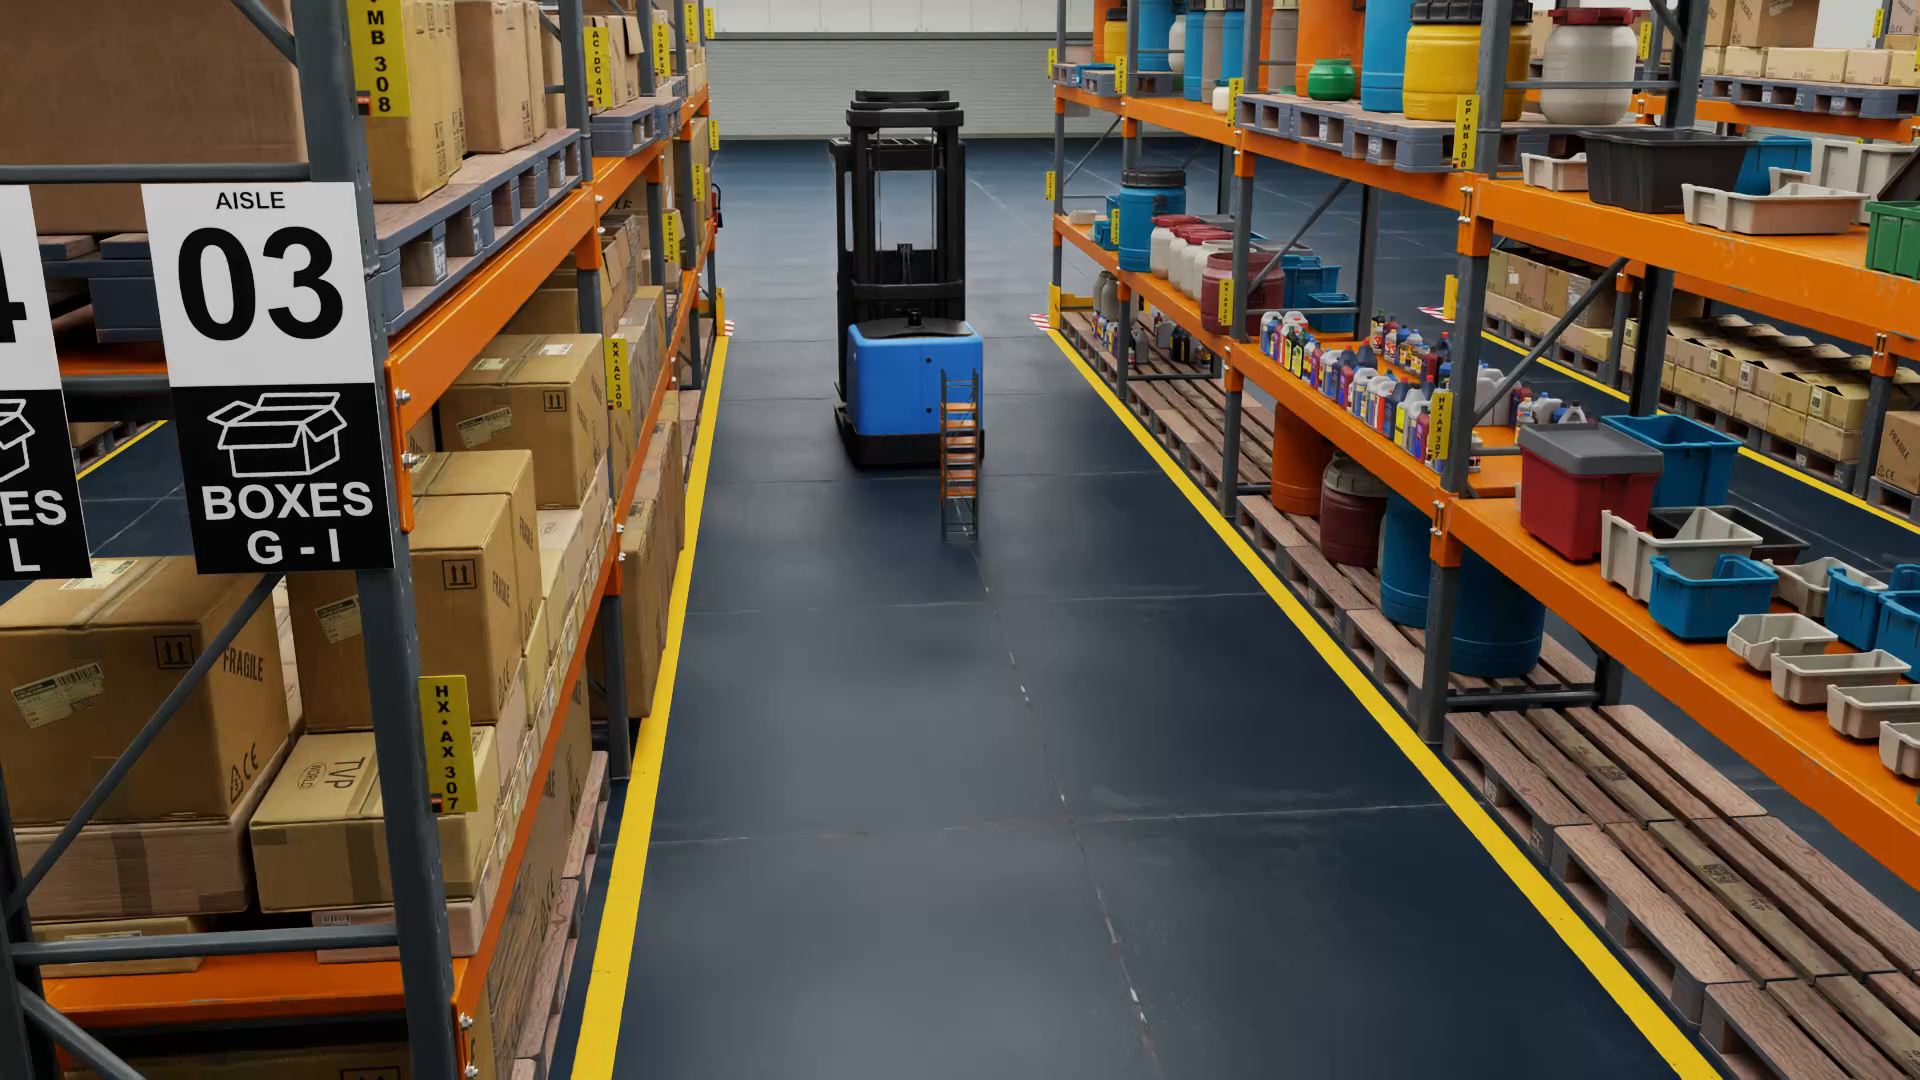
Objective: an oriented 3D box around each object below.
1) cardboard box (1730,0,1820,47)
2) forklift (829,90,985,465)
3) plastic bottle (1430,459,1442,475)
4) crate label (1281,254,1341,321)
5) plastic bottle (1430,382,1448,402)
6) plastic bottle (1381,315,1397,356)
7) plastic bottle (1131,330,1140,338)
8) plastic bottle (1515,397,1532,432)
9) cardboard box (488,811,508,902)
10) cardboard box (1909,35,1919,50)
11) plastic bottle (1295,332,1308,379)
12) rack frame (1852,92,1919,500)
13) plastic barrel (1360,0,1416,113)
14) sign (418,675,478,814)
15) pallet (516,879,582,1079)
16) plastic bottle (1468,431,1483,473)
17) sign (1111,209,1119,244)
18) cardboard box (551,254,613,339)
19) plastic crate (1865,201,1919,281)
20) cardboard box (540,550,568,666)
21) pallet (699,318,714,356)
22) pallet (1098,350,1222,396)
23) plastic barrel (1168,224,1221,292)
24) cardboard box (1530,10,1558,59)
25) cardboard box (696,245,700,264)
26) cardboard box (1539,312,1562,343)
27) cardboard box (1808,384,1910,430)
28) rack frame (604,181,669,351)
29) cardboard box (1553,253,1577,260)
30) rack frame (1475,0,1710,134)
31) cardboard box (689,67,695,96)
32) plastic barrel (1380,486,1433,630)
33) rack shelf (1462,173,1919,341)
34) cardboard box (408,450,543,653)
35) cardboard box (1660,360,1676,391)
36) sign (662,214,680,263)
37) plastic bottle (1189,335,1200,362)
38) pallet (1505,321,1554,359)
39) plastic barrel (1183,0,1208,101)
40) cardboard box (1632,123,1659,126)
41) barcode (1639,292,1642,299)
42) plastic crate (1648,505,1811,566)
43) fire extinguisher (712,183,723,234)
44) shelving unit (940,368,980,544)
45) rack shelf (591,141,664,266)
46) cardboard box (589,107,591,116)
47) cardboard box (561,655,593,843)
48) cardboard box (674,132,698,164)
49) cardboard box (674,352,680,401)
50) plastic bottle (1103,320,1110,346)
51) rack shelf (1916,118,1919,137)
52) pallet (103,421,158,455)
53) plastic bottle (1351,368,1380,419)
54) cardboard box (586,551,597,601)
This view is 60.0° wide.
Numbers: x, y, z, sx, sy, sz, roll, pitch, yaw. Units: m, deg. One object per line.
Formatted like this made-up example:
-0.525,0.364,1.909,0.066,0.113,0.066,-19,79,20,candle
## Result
7.046,-4.527,14.377,0.500,0.500,0.500,0,17,0,cardboard box
-0.536,-2.403,14.439,1.130,2.935,3.031,-3,18,-8,forklift
2.475,-0.476,8.392,0.152,0.276,0.135,-2,18,-6,plastic bottle
2.591,-1.940,12.791,0.502,0.435,0.616,-2,18,-6,crate label
2.560,-0.672,8.893,0.144,0.351,0.185,-2,18,-6,plastic bottle
2.915,-1.387,11.283,0.061,0.283,0.133,-2,18,-6,plastic bottle
1.784,-1.974,16.768,0.152,0.276,0.135,-2,18,-6,plastic bottle
3.126,-0.685,9.182,0.097,0.201,0.097,0,17,0,plastic bottle
-1.413,0.845,4.398,0.380,0.149,0.250,-2,18,-6,cardboard box
11.259,-5.529,19.071,0.500,0.500,0.500,-1,17,-2,cardboard box
2.188,-1.177,10.612,0.061,0.283,0.133,-2,18,-6,plastic bottle
7.352,-1.771,12.311,1.000,3.000,0.127,-2,18,-6,rack frame
2.509,-2.802,9.048,0.600,0.901,0.708,-2,18,-6,plastic barrel
-1.124,0.451,3.655,0.100,0.325,0.005,-2,18,-6,sign
-1.960,1.649,6.071,1.003,0.211,1.213,-2,18,-6,pallet
2.597,-0.450,8.433,0.097,0.201,0.097,0,17,0,plastic bottle
1.464,-2.929,15.538,0.100,0.325,0.005,-2,18,-6,sign
-2.223,-1.196,8.636,0.797,0.503,0.637,-2,17,-5,cardboard box
2.864,-0.851,4.725,0.450,0.188,0.336,-2,18,-6,plastic crate
-1.625,0.236,5.672,0.500,0.250,0.500,-2,18,-7,cardboard box
-3.271,-2.253,18.503,1.003,0.211,1.213,-2,18,-6,pallet
1.984,-1.682,16.682,1.003,0.211,1.213,-2,18,-6,pallet
1.968,-2.365,13.977,0.433,0.535,0.433,0,17,0,plastic barrel
6.426,-5.397,17.752,0.500,0.500,0.500,-2,18,-6,cardboard box
-2.650,-2.686,15.645,0.380,0.149,0.250,-2,18,-6,cardboard box
6.566,-2.281,17.823,0.500,0.250,0.500,-2,18,-6,cardboard box
7.053,-1.076,13.049,0.500,0.311,0.500,-1,17,-4,cardboard box
-2.502,-1.466,11.340,1.000,3.000,0.127,-2,18,-6,rack frame
6.996,-2.953,18.712,0.500,0.500,0.500,-2,18,-6,cardboard box
2.837,-3.290,7.132,1.000,3.000,0.127,-2,18,-6,rack frame
-2.766,-4.317,15.663,0.500,0.250,0.500,-2,18,-6,cardboard box
2.725,0.000,9.472,0.600,0.901,0.708,-2,18,-6,plastic barrel
3.044,-0.920,5.791,1.077,0.370,4.000,-2,18,-6,rack shelf
-1.569,0.035,5.061,0.500,0.500,0.500,-2,18,-7,cardboard box
6.786,-1.571,15.563,0.500,0.250,0.500,-1,17,-4,cardboard box
-1.950,-2.037,11.224,0.100,0.325,0.005,-2,18,-6,sign
2.355,-1.925,16.615,0.152,0.276,0.135,-1,17,-4,plastic bottle
6.770,-2.235,18.444,1.003,0.211,1.213,-2,18,-6,pallet
2.280,-4.336,14.637,0.600,0.901,0.708,-2,18,-6,plastic barrel
6.783,-4.061,17.273,0.700,0.500,0.500,-2,18,-6,cardboard box
6.552,-2.349,15.988,0.001,0.075,0.075,-2,18,-6,barcode
3.220,0.000,7.027,0.437,0.125,0.590,-2,18,-6,plastic crate
-2.880,-3.861,19.097,0.296,0.674,0.183,-2,18,-6,fire extinguisher
-0.002,-0.577,11.511,0.258,1.200,0.189,-2,18,-6,shelving unit
-2.296,-1.958,9.100,1.077,0.370,4.000,-2,18,-6,rack shelf
-2.094,-2.234,8.497,0.380,0.149,0.250,-2,18,-8,cardboard box
-2.101,0.738,7.165,0.875,0.875,0.875,-2,18,-6,cardboard box
-2.761,-3.615,15.853,0.500,0.500,0.500,-2,18,-6,cardboard box
-2.872,-1.492,14.859,0.700,0.500,0.500,-3,18,-10,cardboard box
1.543,-2.169,17.398,0.097,0.271,0.097,0,17,0,plastic bottle
7.558,-2.263,10.071,1.077,0.370,4.000,-2,18,-6,rack shelf
-7.704,-0.977,14.436,1.003,0.211,1.213,-2,18,-6,pallet
2.348,-0.844,9.565,0.152,0.276,0.135,-2,18,-6,plastic bottle
-1.652,0.156,6.592,0.380,0.149,0.250,-1,17,-5,cardboard box
